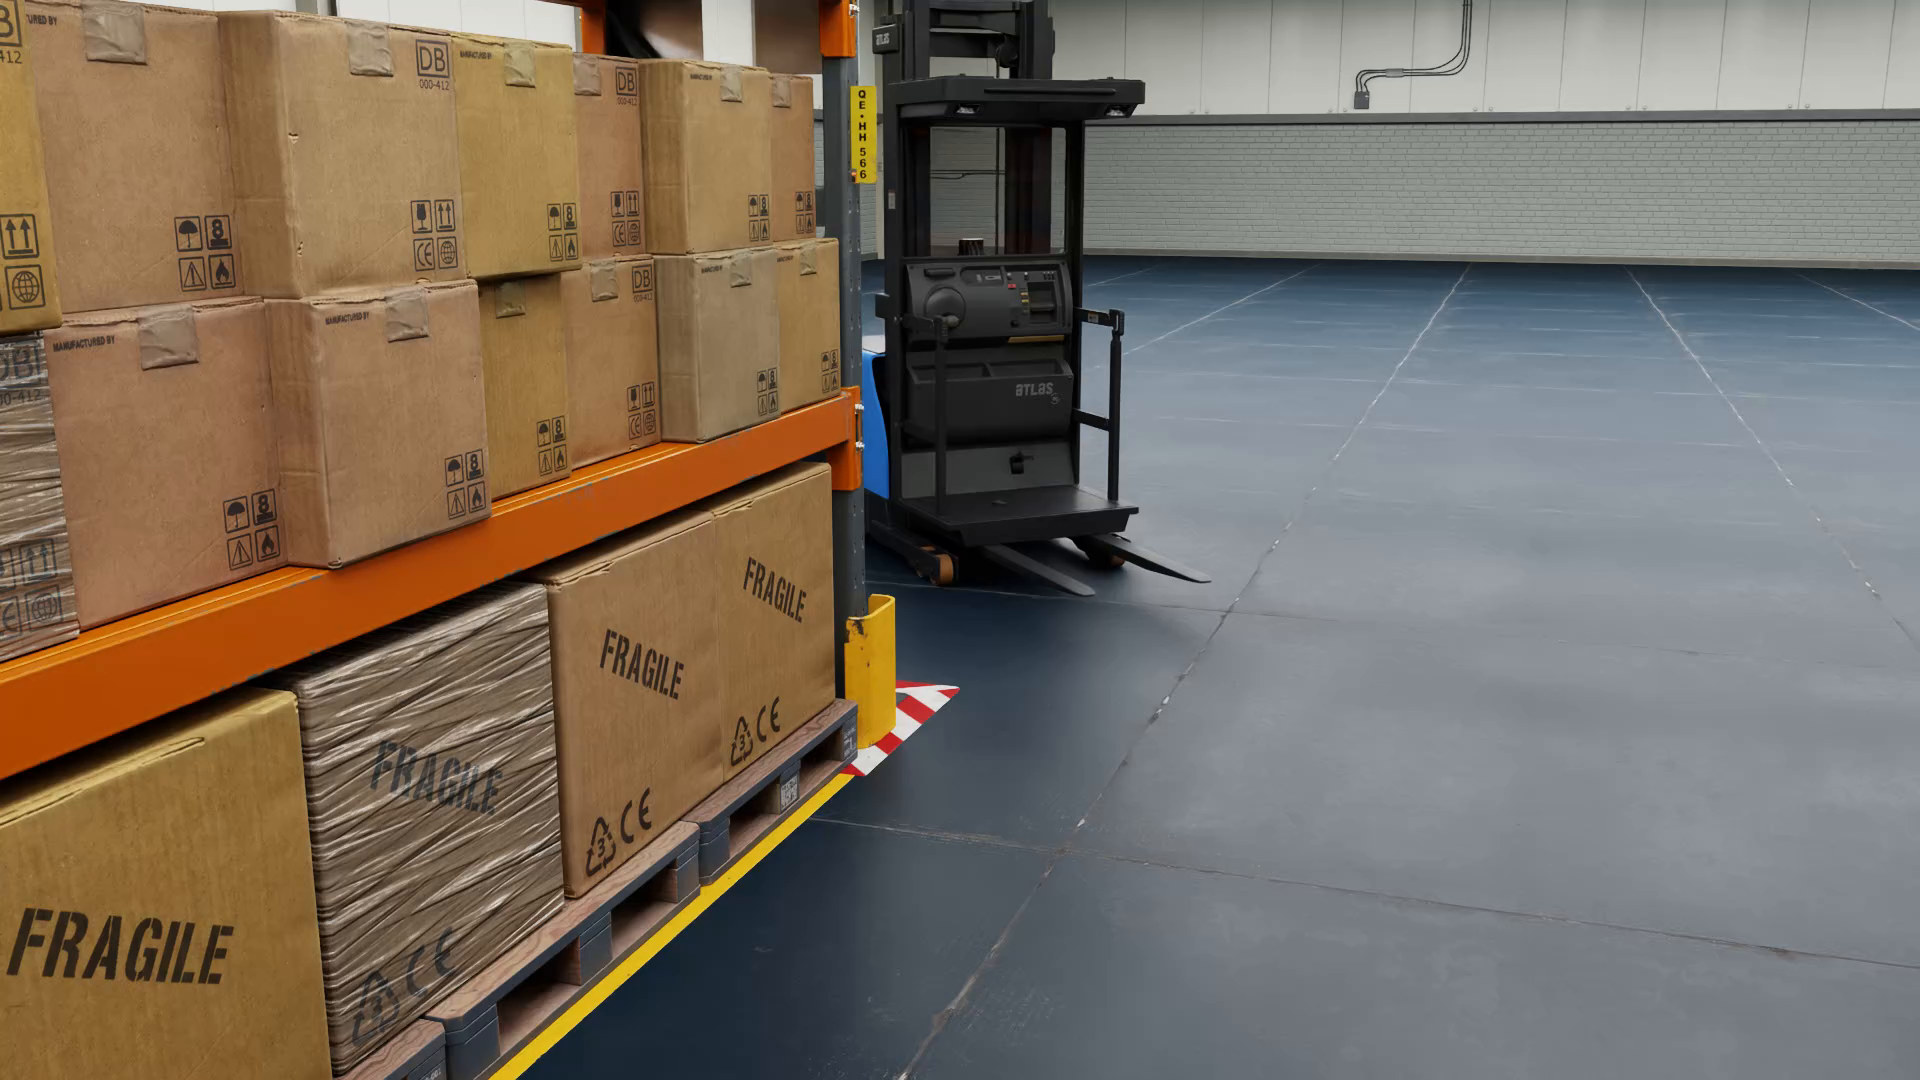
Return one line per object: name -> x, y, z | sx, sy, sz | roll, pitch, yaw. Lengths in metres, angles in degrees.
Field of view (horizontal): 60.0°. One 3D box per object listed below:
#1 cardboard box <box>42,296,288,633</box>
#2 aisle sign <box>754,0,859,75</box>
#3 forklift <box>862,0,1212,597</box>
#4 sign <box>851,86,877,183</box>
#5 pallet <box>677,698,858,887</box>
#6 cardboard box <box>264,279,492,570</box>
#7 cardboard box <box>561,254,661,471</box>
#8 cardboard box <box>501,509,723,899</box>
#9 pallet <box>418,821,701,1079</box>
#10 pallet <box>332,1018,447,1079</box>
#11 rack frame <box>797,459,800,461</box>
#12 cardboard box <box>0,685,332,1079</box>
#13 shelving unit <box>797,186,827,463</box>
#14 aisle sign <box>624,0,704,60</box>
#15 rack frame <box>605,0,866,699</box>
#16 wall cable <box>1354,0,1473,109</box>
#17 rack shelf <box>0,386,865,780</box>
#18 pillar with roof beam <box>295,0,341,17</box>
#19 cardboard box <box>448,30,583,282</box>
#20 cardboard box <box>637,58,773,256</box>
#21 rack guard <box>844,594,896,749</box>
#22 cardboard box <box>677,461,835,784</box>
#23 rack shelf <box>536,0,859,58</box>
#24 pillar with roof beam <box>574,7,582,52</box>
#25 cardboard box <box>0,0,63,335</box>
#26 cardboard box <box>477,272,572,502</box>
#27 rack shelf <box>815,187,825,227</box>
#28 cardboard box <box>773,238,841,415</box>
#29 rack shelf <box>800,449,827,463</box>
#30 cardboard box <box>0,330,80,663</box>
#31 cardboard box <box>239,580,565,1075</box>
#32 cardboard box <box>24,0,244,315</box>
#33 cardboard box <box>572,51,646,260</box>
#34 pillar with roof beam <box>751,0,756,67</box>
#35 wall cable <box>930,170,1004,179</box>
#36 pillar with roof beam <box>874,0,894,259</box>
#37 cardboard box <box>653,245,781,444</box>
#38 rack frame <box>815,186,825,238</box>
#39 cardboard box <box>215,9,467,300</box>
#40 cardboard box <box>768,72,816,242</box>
cardboard box -> -1.874, -0.189, 3.236 | 0.875, 0.550, 0.550 | 4, 14, 18
aisle sign -> -0.537, -2.022, 5.766 | 0.394, 0.787, 0.004 | 4, 14, 18
forklift -> 0.249, -1.302, 8.605 | 1.130, 2.935, 3.031 | -6, 14, -23
sign -> -0.335, -1.400, 5.745 | 0.100, 0.325, 0.005 | 4, 14, 18
pallet -> -1.029, 0.772, 5.632 | 1.003, 0.211, 1.213 | 4, 14, 18
cardboard box -> -1.588, -0.294, 3.697 | 0.875, 0.550, 0.550 | 4, 14, 18
cardboard box -> -1.379, -0.527, 4.720 | 0.875, 0.550, 0.550 | 4, 14, 18
cardboard box -> -1.284, 0.402, 4.815 | 0.875, 0.875, 0.875 | 4, 13, 18
pallet -> -1.425, 1.028, 4.510 | 1.003, 0.211, 1.213 | 4, 14, 18
pallet -> -1.818, 1.286, 3.381 | 1.003, 0.211, 1.213 | 4, 14, 18
rack frame -> -1.116, -1.121, 9.680 | 0.400, 2.100, 0.015 | 7, 14, 27
cardboard box -> -1.869, 0.784, 3.142 | 0.875, 0.875, 0.875 | 5, 14, 19
shelving unit -> -1.003, -1.169, 9.890 | 0.431, 2.100, 0.503 | 7, 14, 27
aisle sign -> -1.105, -2.066, 5.955 | 0.394, 0.787, 0.004 | 4, 14, 18
rack frame -> -0.844, -0.762, 6.084 | 1.000, 3.000, 0.127 | 4, 14, 18
wall cable -> 9.552, -12.109, 34.676 | 2.305, 6.003, 0.169 | 4, 14, 18
rack shelf -> -1.491, 0.010, 4.319 | 1.077, 0.370, 4.000 | 4, 14, 18
pillar with roof beam -> -3.380, -6.513, 17.801 | 9.100, 9.000, 0.400 | 4, 14, 18
cardboard box -> -1.450, -0.934, 4.077 | 0.875, 0.550, 0.500 | 4, 14, 18
cardboard box -> -1.091, -1.163, 5.081 | 0.875, 0.550, 0.550 | 4, 14, 18
rack guard -> -0.836, 0.452, 6.384 | 1.175, 0.500, 0.348 | 4, 14, 18
cardboard box -> -1.001, 0.217, 5.627 | 0.875, 0.875, 0.875 | 4, 14, 19
rack shelf -> -1.491, -1.452, 3.985 | 1.077, 0.370, 4.000 | 4, 14, 18
pillar with roof beam -> -1.439, -7.776, 23.336 | 9.100, 9.000, 0.400 | 4, 14, 18
cardboard box -> -1.986, -0.594, 2.587 | 0.875, 0.550, 0.550 | 4, 14, 18
cardboard box -> -1.511, -0.413, 4.218 | 0.875, 0.550, 0.500 | 4, 14, 18
rack shelf -> -1.003, -1.838, 9.737 | 0.431, 0.518, 0.480 | 7, 14, 27
cardboard box -> -0.921, -0.753, 5.711 | 0.875, 0.550, 0.550 | 4, 14, 18
rack shelf -> -1.003, -0.473, 10.049 | 0.431, 0.518, 0.480 | 7, 14, 27
cardboard box -> -2.030, -0.071, 2.722 | 0.875, 0.550, 0.550 | 4, 14, 18
cardboard box -> -1.581, 0.594, 3.975 | 0.875, 0.875, 0.875 | 4, 14, 19
cardboard box -> -1.918, -0.718, 3.131 | 0.875, 0.550, 0.550 | 4, 14, 18
cardboard box -> -1.401, -1.055, 4.607 | 0.875, 0.550, 0.550 | 4, 14, 18
pillar with roof beam -> 0.502, -9.040, 28.871 | 9.100, 9.000, 0.400 | 4, 14, 18
wall cable -> 0.575, -9.624, 38.410 | 3.097, 2.526, 0.112 | 4, 14, 18
pillar with roof beam -> 2.444, -10.303, 34.406 | 9.100, 9.000, 0.400 | 4, 14, 18
cardboard box -> -1.079, -0.636, 5.197 | 0.875, 0.550, 0.550 | 4, 14, 18
rack frame -> -0.889, -1.217, 10.101 | 0.400, 2.100, 0.015 | 7, 14, 27
cardboard box -> -1.614, -0.822, 3.586 | 0.875, 0.550, 0.550 | 4, 14, 18
cardboard box -> -1.001, -1.286, 5.617 | 0.875, 0.550, 0.550 | 4, 14, 18
